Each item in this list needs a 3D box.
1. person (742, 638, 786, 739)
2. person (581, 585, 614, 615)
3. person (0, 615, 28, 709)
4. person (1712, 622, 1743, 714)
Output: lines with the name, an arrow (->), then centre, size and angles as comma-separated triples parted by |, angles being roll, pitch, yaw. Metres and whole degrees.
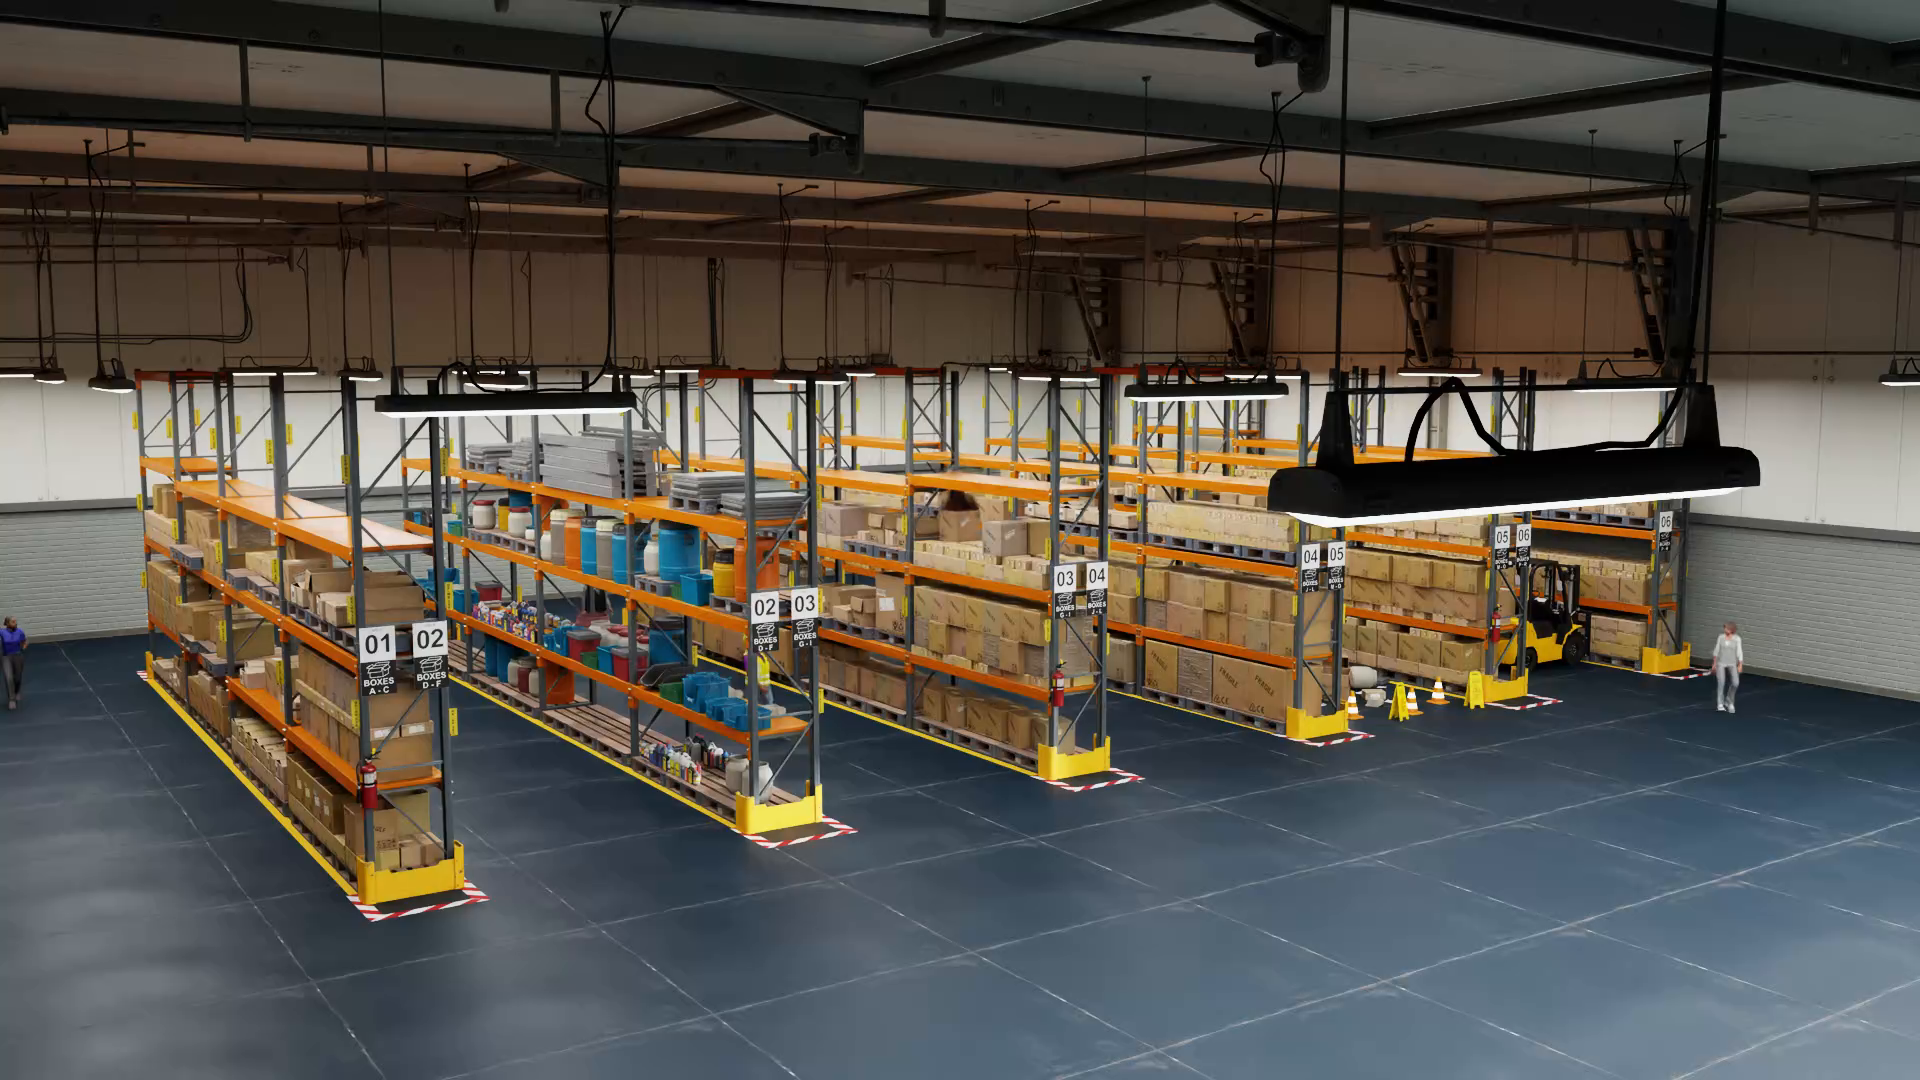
person -> -3.295, 2.399, 27.300 | 0.999, 1.717, 0.538 | 6, 9, 44
person -> -7.718, 1.517, 35.311 | 0.595, 1.682, 1.018 | -5, 8, -36
person -> -16.969, 2.153, 29.677 | 0.626, 1.596, 1.006 | -4, 8, -32
person -> 13.484, 2.237, 29.238 | 0.494, 1.623, 0.471 | 1, 7, 11
